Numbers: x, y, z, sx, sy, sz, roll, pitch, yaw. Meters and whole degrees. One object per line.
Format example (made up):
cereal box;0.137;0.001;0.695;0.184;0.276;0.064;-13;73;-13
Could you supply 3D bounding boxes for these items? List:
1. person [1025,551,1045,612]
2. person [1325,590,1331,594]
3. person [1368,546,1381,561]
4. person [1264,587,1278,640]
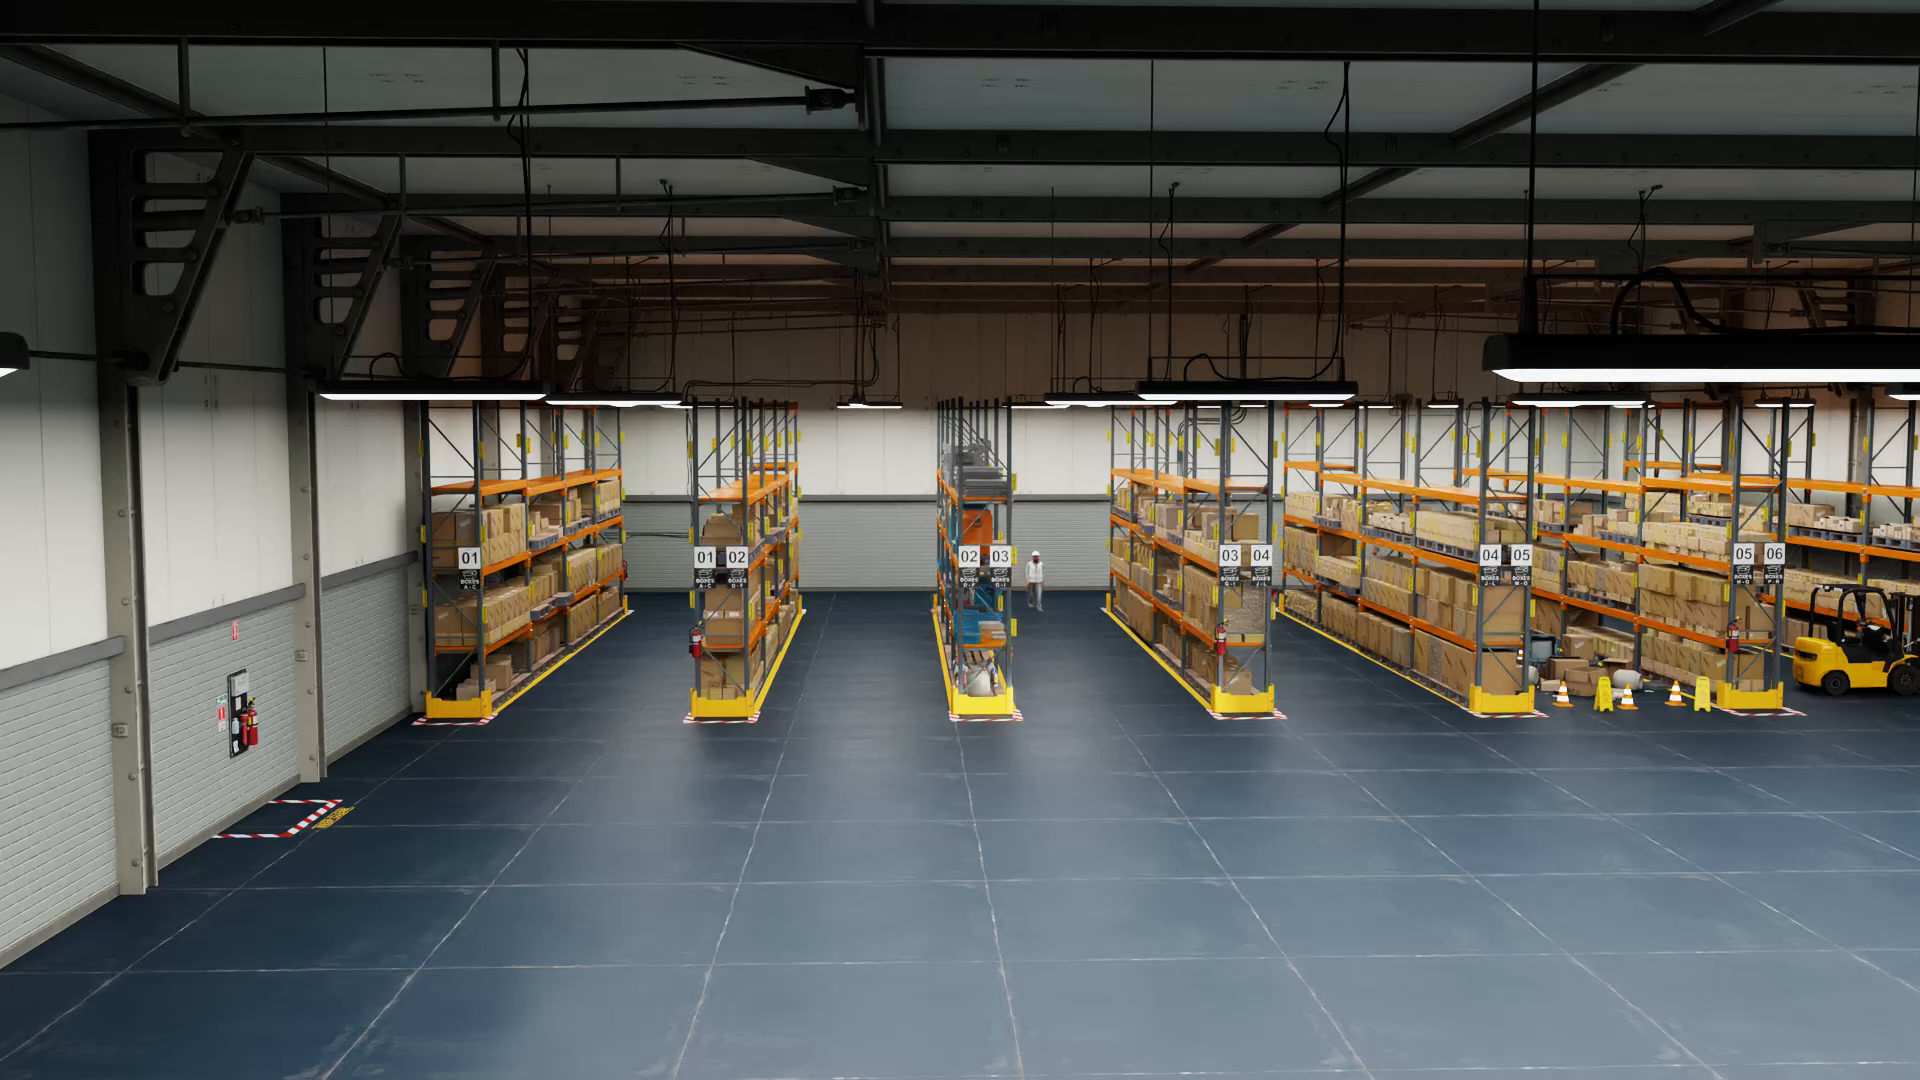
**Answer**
person;2.154;1.179;47.653;0.588;1.721;1.084;0;4;-5
person;10.943;1.106;48.745;1.028;1.652;0.509;2;5;19
person;12.571;1.025;50.391;0.487;1.699;0.508;-2;5;-28
person;7.524;1.718;41.342;0.716;1.637;0.713;1;4;9
